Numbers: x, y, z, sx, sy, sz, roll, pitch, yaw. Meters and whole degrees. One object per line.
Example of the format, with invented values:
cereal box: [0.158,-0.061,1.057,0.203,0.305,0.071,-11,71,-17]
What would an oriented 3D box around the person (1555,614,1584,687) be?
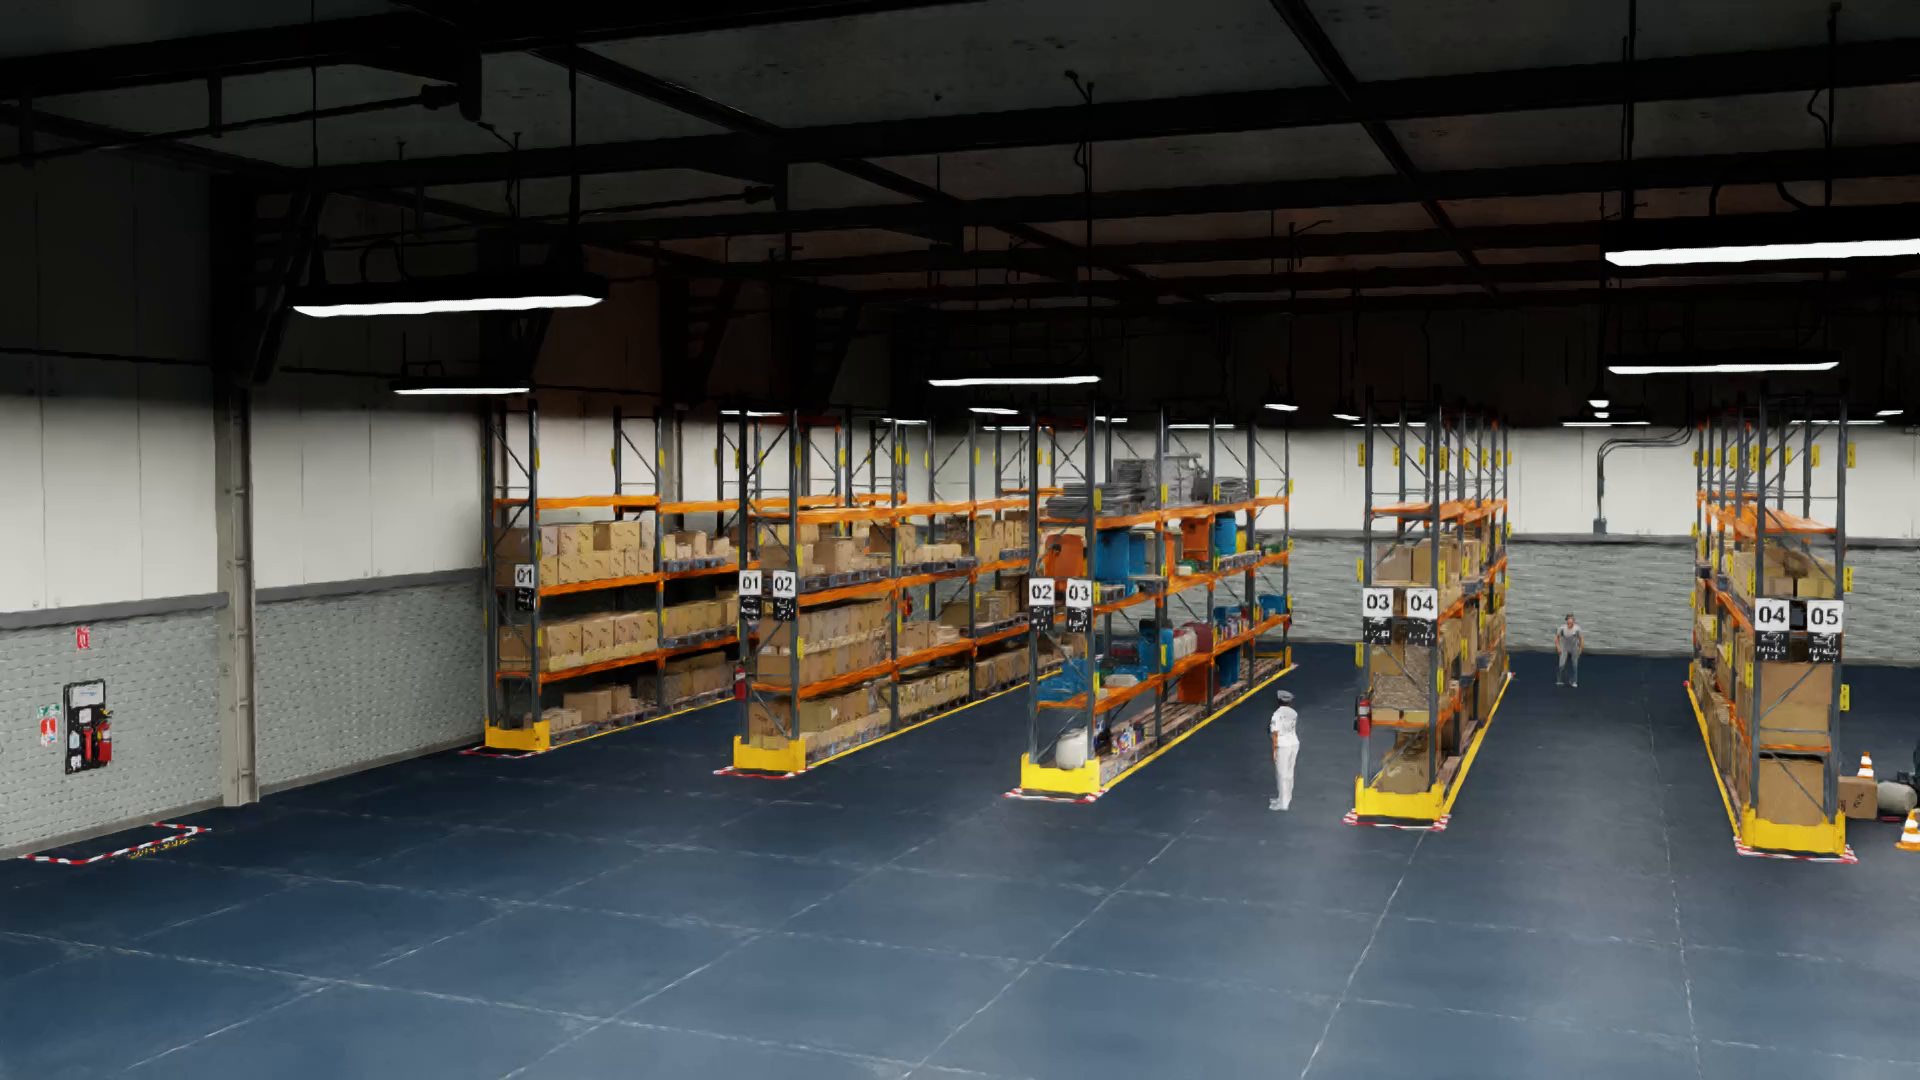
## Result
person: [13.337,2.520,36.406,0.580,1.388,0.507,1,3,19]

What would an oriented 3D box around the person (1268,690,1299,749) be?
person: [4.631,2.557,23.714,0.410,0.820,0.357,-2,4,-38]
